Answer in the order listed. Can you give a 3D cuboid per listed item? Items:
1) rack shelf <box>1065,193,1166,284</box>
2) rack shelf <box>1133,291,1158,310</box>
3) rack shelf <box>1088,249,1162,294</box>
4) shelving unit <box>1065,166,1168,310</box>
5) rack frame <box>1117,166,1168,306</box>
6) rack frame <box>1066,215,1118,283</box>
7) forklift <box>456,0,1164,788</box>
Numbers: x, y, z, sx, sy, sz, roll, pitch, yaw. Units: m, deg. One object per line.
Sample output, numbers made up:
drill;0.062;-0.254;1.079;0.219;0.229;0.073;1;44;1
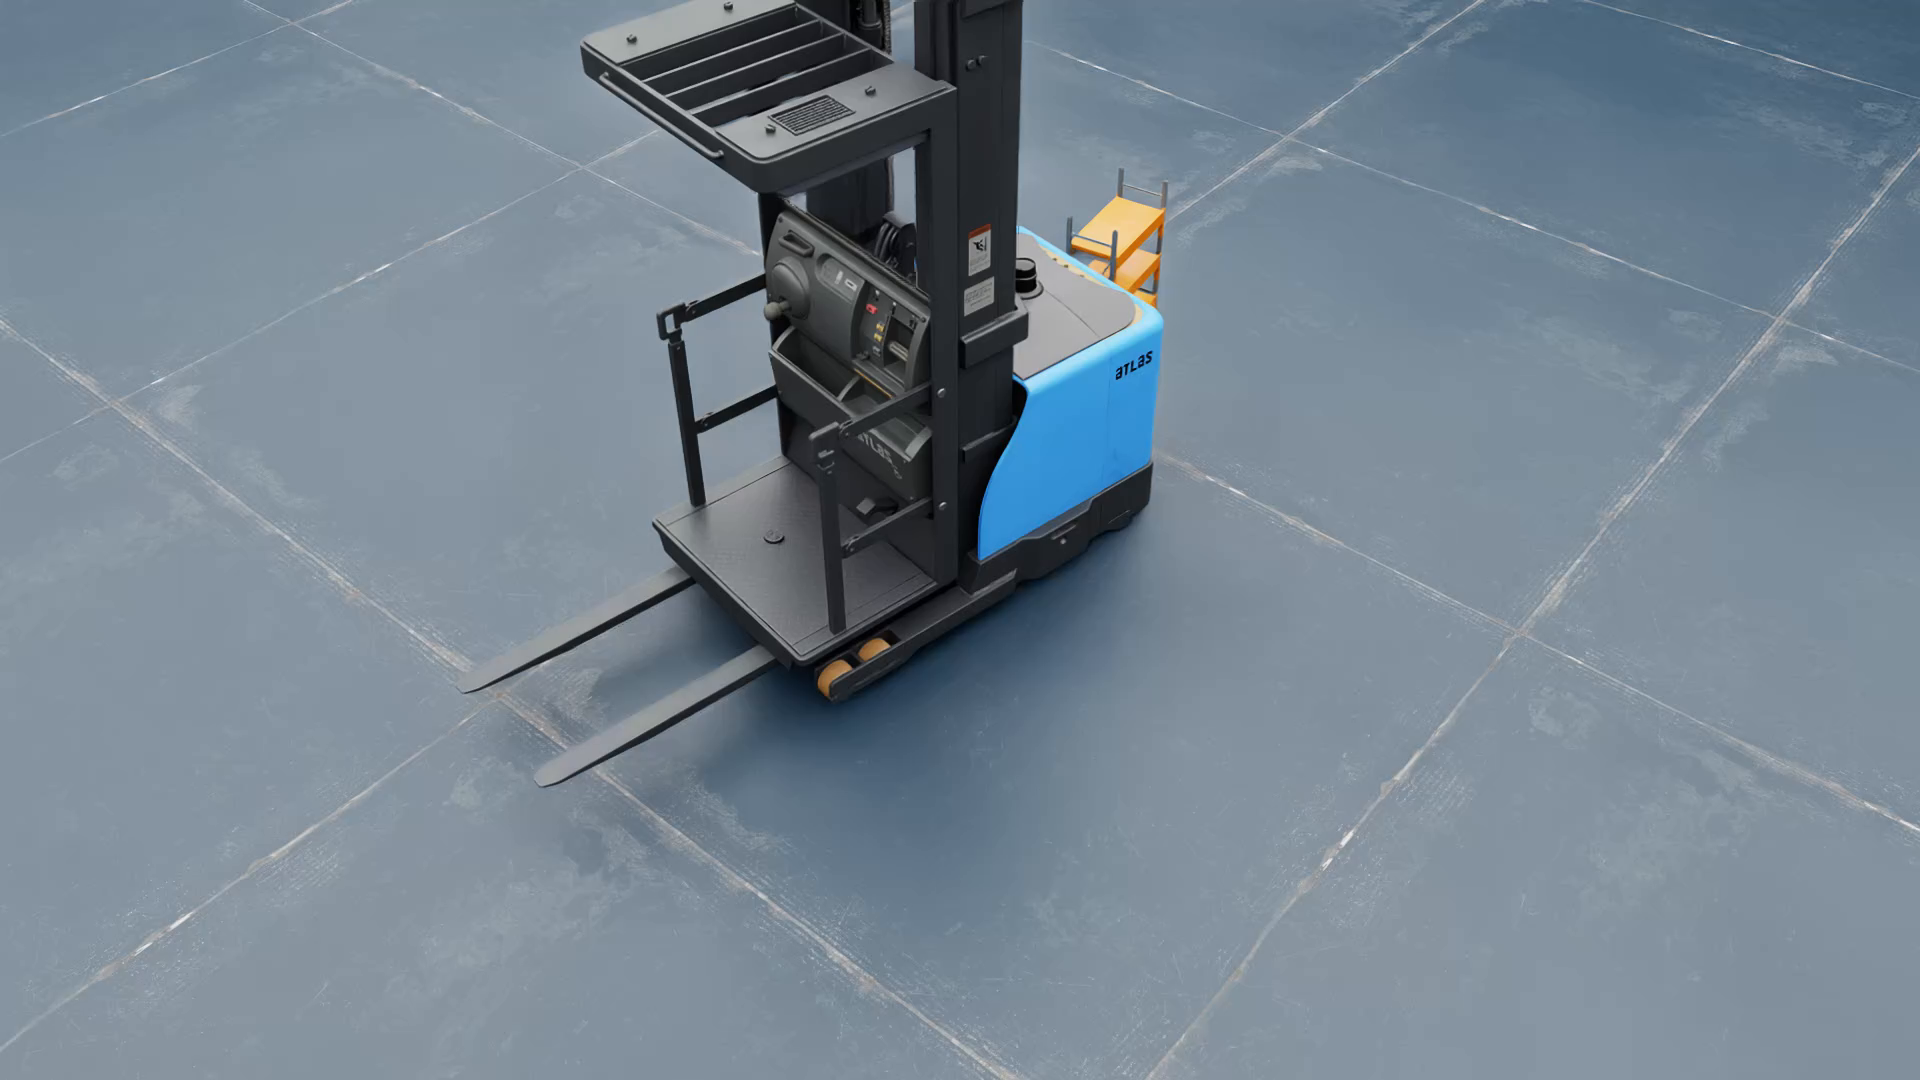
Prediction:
rack shelf;0.696;-1.346;7.437;0.258;0.148;0.480;22;47;23
rack shelf;0.696;-1.006;7.747;0.258;0.148;0.480;22;47;23
rack shelf;0.696;-1.171;7.596;0.258;0.148;0.480;22;47;23
shelving unit;0.696;-1.056;7.701;0.258;1.200;0.503;22;47;23
rack frame;0.823;-1.196;7.856;0.240;1.200;0.015;22;47;23
rack frame;0.570;-0.915;7.547;0.240;1.200;0.015;22;47;23
forklift;-0.593;-0.836;6.173;3.031;2.935;1.130;-29;50;-28
